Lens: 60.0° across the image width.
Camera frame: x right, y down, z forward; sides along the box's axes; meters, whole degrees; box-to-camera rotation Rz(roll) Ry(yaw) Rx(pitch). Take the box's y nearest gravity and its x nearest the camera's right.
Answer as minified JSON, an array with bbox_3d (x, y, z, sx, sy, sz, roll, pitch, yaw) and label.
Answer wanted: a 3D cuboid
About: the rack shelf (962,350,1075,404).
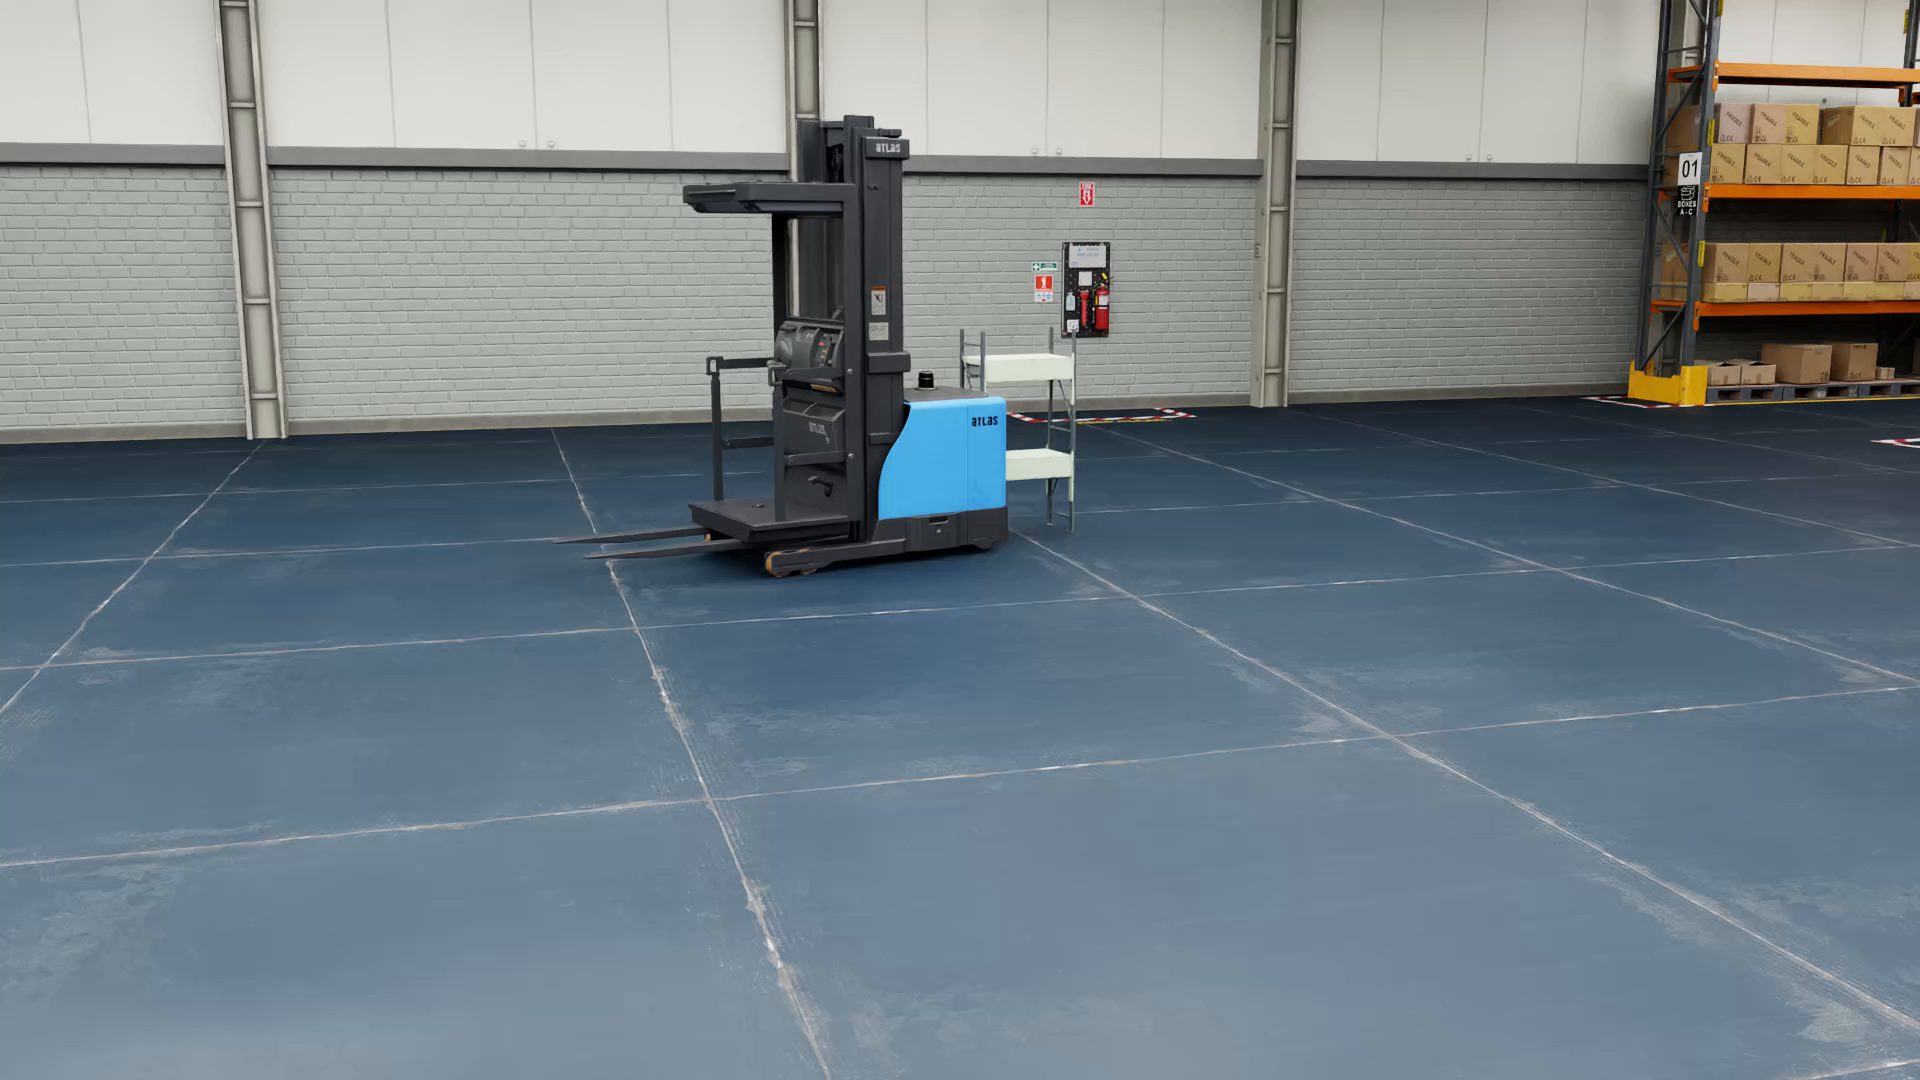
[{"bbox_3d":[0.421,-1.181,12.162,0.720,0.370,0.431,-5,11,-24],"label":"rack shelf"}]

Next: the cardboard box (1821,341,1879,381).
[{"bbox_3d":[12.161,-2.453,22.774,0.500,0.500,0.500,-4,11,-20],"label":"cardboard box"}]

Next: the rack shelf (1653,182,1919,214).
[{"bbox_3d":[11.226,-4.545,22.154,4.000,0.370,1.077,-3,11,-16],"label":"rack shelf"}]

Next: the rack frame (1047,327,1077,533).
[{"bbox_3d":[0.755,-0.824,12.381,0.023,1.500,0.400,-5,11,-24],"label":"rack frame"}]

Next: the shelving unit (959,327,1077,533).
[{"bbox_3d":[0.421,-0.797,12.233,0.755,1.500,0.431,-5,11,-24],"label":"shelving unit"}]

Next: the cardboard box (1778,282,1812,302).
[{"bbox_3d":[10.848,-3.282,21.948,0.500,0.250,0.500,-3,11,-17],"label":"cardboard box"}]

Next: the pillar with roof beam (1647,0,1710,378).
[{"bbox_3d":[10.939,-5.711,18.212,0.400,9.000,9.100,-3,11,-16],"label":"pillar with roof beam"}]

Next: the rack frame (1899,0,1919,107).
[{"bbox_3d":[13.146,-6.476,22.367,0.127,3.000,1.000,-3,11,-16],"label":"rack frame"}]

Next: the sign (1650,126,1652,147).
[{"bbox_3d":[9.170,-5.331,21.989,0.005,0.325,0.100,-3,11,-16],"label":"sign"}]

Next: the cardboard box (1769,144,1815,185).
[{"bbox_3d":[10.720,-4.878,21.645,0.500,0.500,0.500,-2,11,-13],"label":"cardboard box"}]

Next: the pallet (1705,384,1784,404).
[{"bbox_3d":[10.168,-1.990,22.274,1.213,0.211,1.003,-3,11,-16],"label":"pallet"}]

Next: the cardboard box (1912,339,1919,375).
[{"bbox_3d":[13.848,-2.552,23.315,0.500,0.500,0.700,-3,11,-14],"label":"cardboard box"}]

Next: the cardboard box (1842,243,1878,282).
[{"bbox_3d":[11.814,-3.703,22.162,0.500,0.500,0.500,-3,11,-18],"label":"cardboard box"}]

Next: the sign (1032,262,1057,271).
[{"bbox_3d":[1.039,-3.353,20.415,0.331,0.109,0.001,-3,11,-16],"label":"sign"}]

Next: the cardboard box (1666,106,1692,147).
[{"bbox_3d":[9.646,-5.416,21.803,0.500,0.500,0.500,-3,11,-13],"label":"cardboard box"}]

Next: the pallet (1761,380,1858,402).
[{"bbox_3d":[11.338,-2.051,22.606,1.213,0.211,1.003,-3,11,-16],"label":"pallet"}]

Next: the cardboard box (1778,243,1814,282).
[{"bbox_3d":[10.823,-3.648,21.865,0.500,0.500,0.500,-3,11,-18],"label":"cardboard box"}]

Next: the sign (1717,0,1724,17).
[{"bbox_3d":[9.457,-6.677,20.664,0.005,0.325,0.100,-3,11,-16],"label":"sign"}]

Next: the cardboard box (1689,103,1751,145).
[{"bbox_3d":[9.743,-5.326,21.315,0.500,0.500,0.500,-4,11,-20],"label":"cardboard box"}]

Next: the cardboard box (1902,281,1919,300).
[{"bbox_3d":[12.776,-3.385,22.506,0.500,0.250,0.500,-3,11,-16],"label":"cardboard box"}]

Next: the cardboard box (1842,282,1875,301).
[{"bbox_3d":[11.817,-3.333,22.224,0.500,0.250,0.500,-3,11,-16],"label":"cardboard box"}]

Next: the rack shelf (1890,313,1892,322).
[{"bbox_3d":[15.066,-3.273,23.525,4.000,0.370,1.077,-3,11,-16],"label":"rack shelf"}]

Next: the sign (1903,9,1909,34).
[{"bbox_3d":[12.985,-7.109,22.791,0.005,0.325,0.100,-3,11,-16],"label":"sign"}]

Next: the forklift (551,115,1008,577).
[{"bbox_3d":[-1.190,-1.309,11.062,3.031,2.935,1.130,-6,12,-31],"label":"forklift"}]

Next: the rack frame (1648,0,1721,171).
[{"bbox_3d":[9.306,-6.273,21.268,0.127,3.000,1.000,-3,11,-16],"label":"rack frame"}]

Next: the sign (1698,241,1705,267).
[{"bbox_3d":[9.457,-3.654,21.220,0.005,0.325,0.100,-3,11,-16],"label":"sign"}]

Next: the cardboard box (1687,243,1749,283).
[{"bbox_3d":[9.848,-3.600,21.602,0.500,0.500,0.500,-3,11,-16],"label":"cardboard box"}]

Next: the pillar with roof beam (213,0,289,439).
[{"bbox_3d":[-6.343,-4.800,13.264,0.400,9.000,9.100,-3,11,-16],"label":"pillar with roof beam"}]

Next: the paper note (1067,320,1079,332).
[{"bbox_3d":[1.402,-2.656,20.624,0.142,0.148,0.016,-3,11,-16],"label":"paper note"}]

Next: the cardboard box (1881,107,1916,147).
[{"bbox_3d":[12.215,-5.449,21.982,0.500,0.500,0.500,-2,11,-13],"label":"cardboard box"}]

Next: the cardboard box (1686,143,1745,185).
[{"bbox_3d":[9.696,-4.830,21.384,0.500,0.500,0.500,-3,11,-14],"label":"cardboard box"}]

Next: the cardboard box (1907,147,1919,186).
[{"bbox_3d":[12.728,-4.991,22.255,0.500,0.500,0.500,-3,11,-14],"label":"cardboard box"}]

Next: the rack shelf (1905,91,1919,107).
[{"bbox_3d":[15.066,-6.026,23.019,4.000,0.370,1.077,-3,11,-16],"label":"rack shelf"}]

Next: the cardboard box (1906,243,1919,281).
[{"bbox_3d":[12.779,-3.752,22.432,0.500,0.500,0.500,-3,11,-16],"label":"cardboard box"}]

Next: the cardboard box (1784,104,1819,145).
[{"bbox_3d":[10.728,-5.371,21.556,0.500,0.500,0.500,-3,11,-14],"label":"cardboard box"}]

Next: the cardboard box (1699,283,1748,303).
[{"bbox_3d":[9.863,-3.228,21.657,0.500,0.250,0.500,-3,11,-18],"label":"cardboard box"}]

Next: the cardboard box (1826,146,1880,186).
[{"bbox_3d":[11.720,-4.933,21.941,0.500,0.500,0.500,-3,11,-18],"label":"cardboard box"}]

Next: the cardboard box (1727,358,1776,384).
[{"bbox_3d":[10.542,-2.265,22.277,0.500,0.311,0.500,-2,11,-11],"label":"cardboard box"}]

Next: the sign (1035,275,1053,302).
[{"bbox_3d":[1.032,-3.094,20.470,0.234,0.329,0.001,-3,11,-16],"label":"sign"}]
